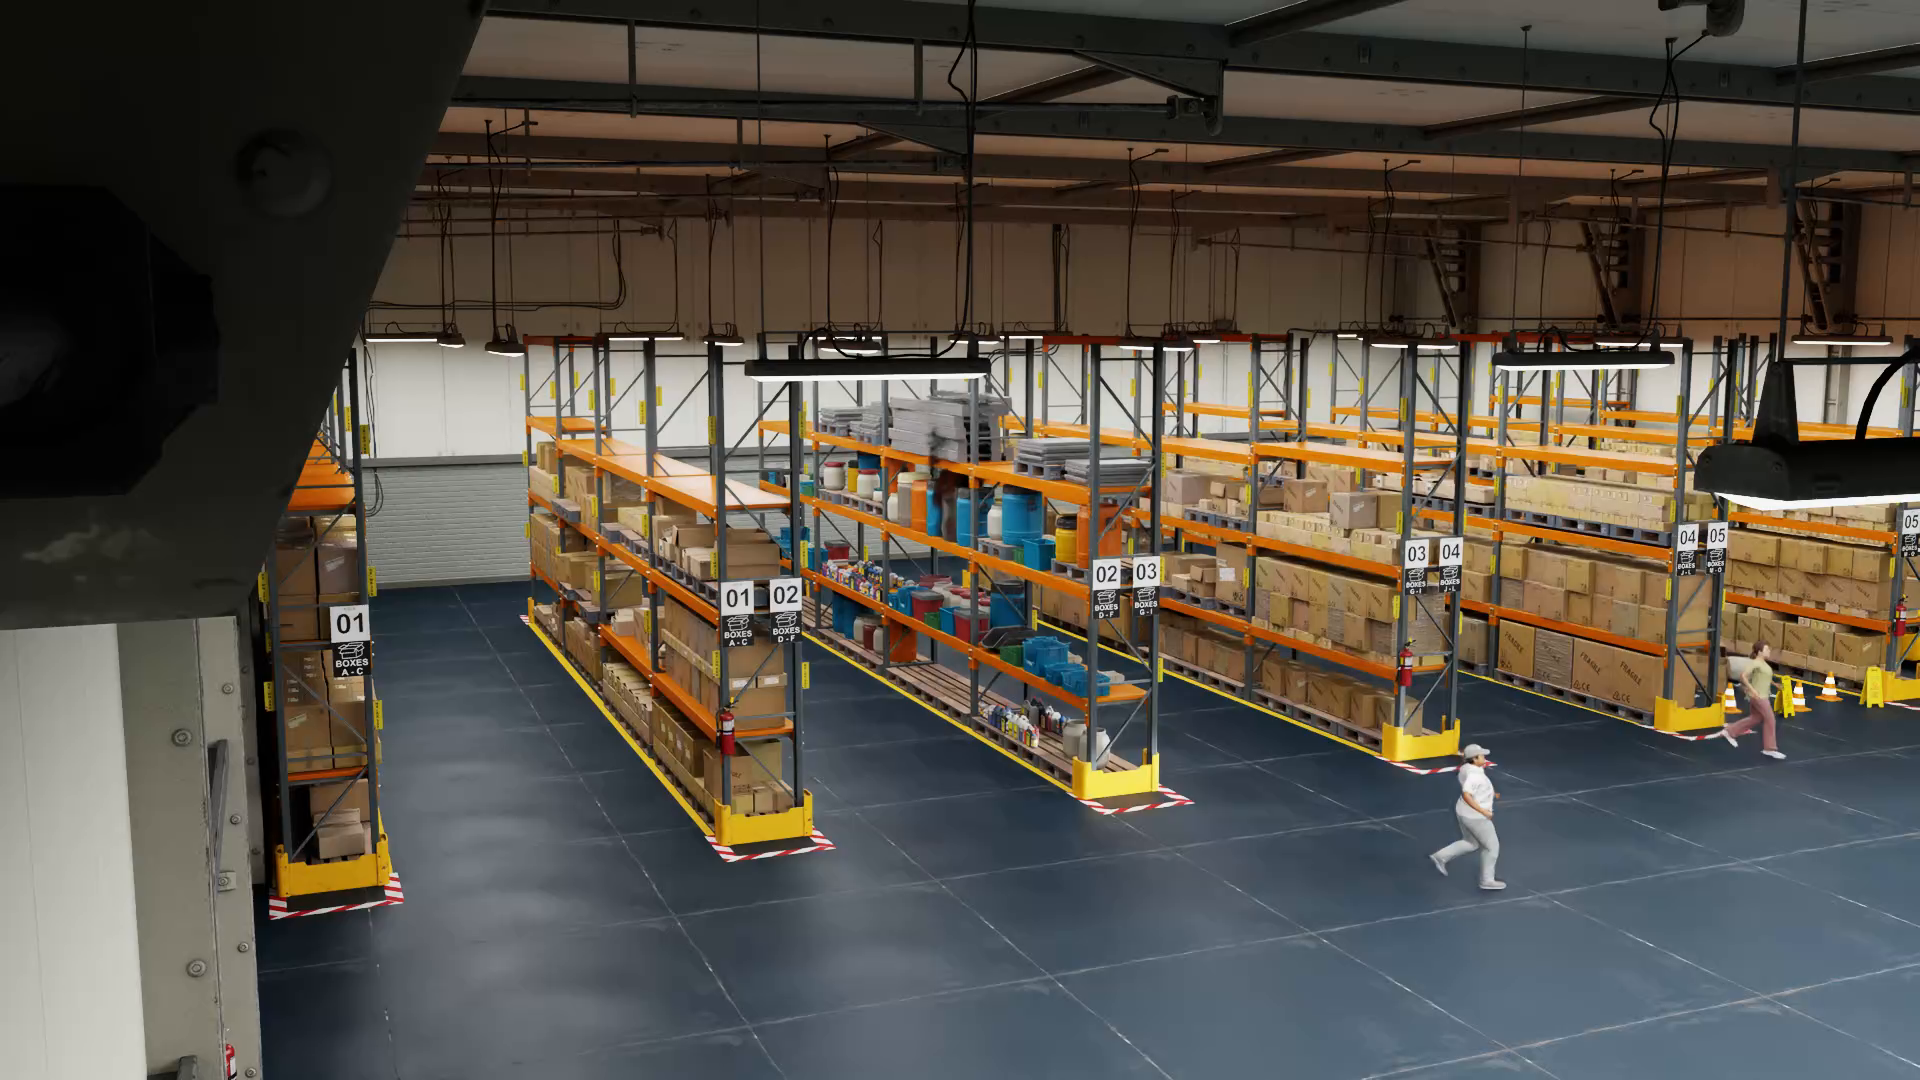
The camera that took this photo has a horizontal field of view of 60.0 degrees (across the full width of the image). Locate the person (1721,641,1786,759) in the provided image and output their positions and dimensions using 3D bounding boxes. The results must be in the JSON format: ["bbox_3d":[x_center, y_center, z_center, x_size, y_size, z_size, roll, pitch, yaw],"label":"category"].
[{"bbox_3d":[11.571,2.293,24.176,0.898,1.671,0.593,5,9,34],"label":"person"}]

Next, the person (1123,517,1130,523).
[{"bbox_3d":[3.857,0.295,39.178,0.651,1.663,0.922,-1,8,-6],"label":"person"}]

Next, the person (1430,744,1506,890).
[{"bbox_3d":[5.691,3.072,18.503,0.813,1.633,0.620,0,8,2],"label":"person"}]
